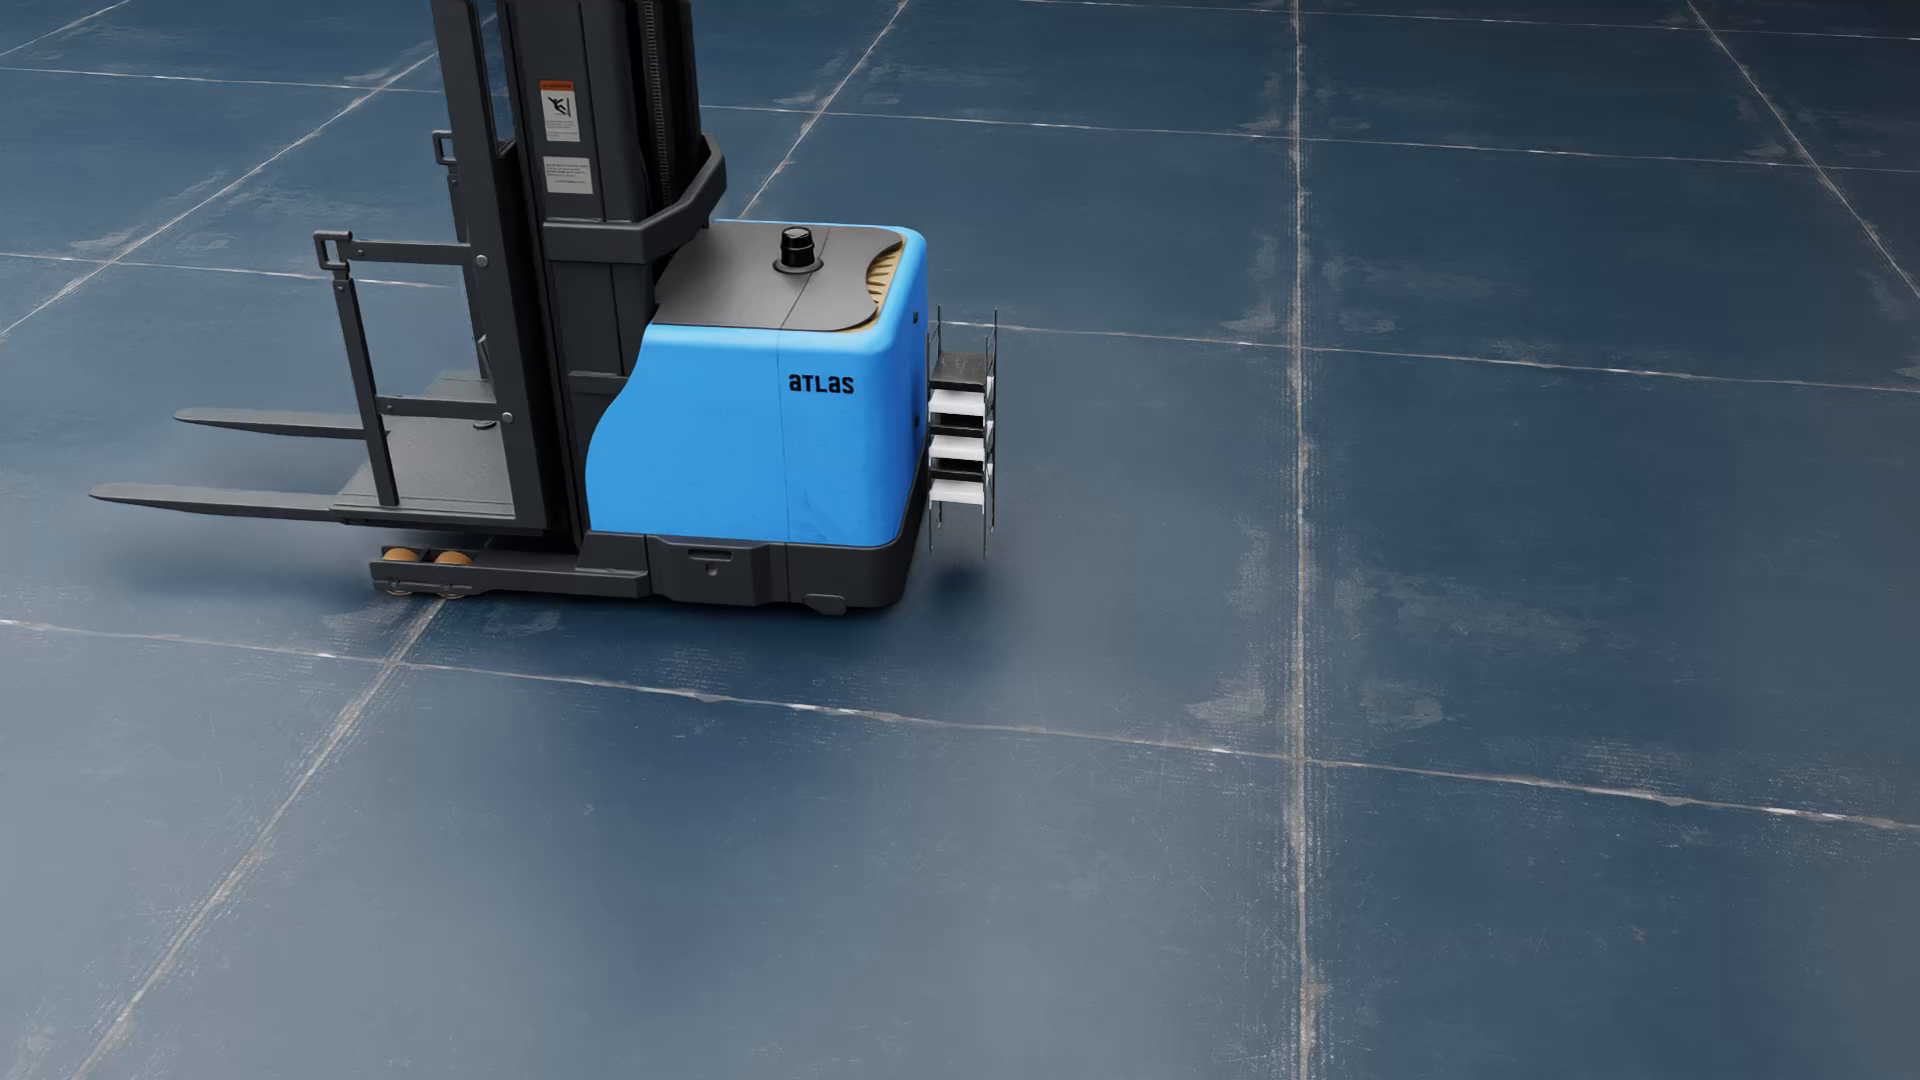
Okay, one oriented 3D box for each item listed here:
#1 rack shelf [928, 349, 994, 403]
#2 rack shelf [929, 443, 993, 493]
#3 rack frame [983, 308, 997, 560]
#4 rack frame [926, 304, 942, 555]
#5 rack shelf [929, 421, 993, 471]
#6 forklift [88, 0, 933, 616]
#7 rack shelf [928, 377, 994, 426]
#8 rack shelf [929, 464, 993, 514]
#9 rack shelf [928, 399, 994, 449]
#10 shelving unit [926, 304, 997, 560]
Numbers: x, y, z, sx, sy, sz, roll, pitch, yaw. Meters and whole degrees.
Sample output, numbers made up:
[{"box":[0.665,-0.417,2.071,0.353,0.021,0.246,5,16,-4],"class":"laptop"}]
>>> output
[{"box":[0.008,-0.581,5.884,0.200,0.077,0.258,5,32,8],"class":"rack shelf"},{"box":[0.008,-0.276,6.076,0.200,0.077,0.258,5,32,8],"class":"rack shelf"},{"box":[0.108,-0.372,5.996,0.006,0.900,0.240,5,32,8],"class":"rack frame"},{"box":[-0.092,-0.390,6.025,0.006,0.900,0.240,5,32,8],"class":"rack frame"},{"box":[0.008,-0.352,6.028,0.200,0.077,0.258,5,32,8],"class":"rack shelf"},{"box":[-1.660,-1.307,5.576,3.031,2.935,1.130,3,32,5],"class":"forklift"},{"box":[0.008,-0.505,5.932,0.200,0.077,0.258,5,32,8],"class":"rack shelf"},{"box":[0.008,-0.200,6.123,0.200,0.077,0.258,5,32,8],"class":"rack shelf"},{"box":[0.008,-0.429,5.980,0.200,0.077,0.258,5,32,8],"class":"rack shelf"},{"box":[0.008,-0.381,6.010,0.210,0.900,0.258,5,32,8],"class":"shelving unit"}]
